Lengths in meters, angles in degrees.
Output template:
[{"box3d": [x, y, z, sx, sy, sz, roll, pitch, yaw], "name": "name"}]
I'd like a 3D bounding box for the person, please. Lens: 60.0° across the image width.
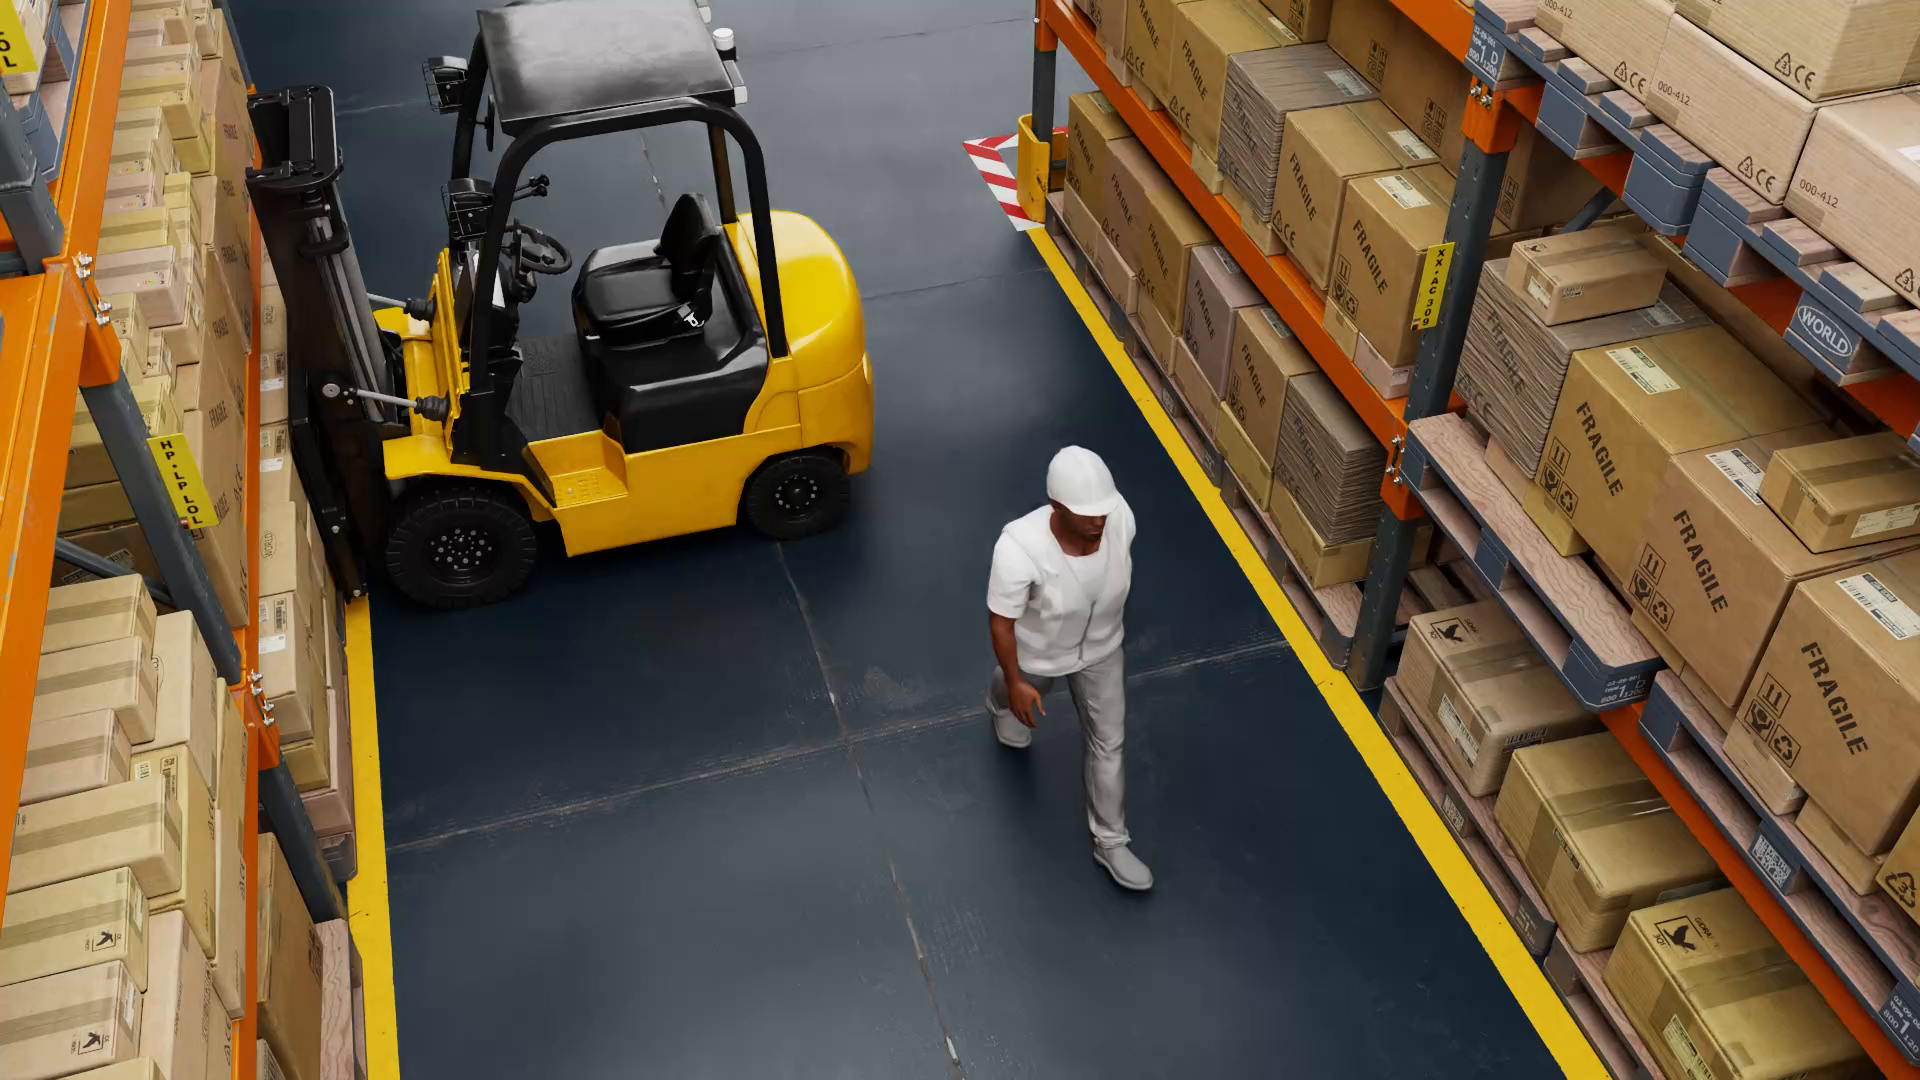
[{"box3d": [0.363, 0.366, 5.751, 0.575, 1.709, 1.099, -14, 44, -15], "name": "person"}]
